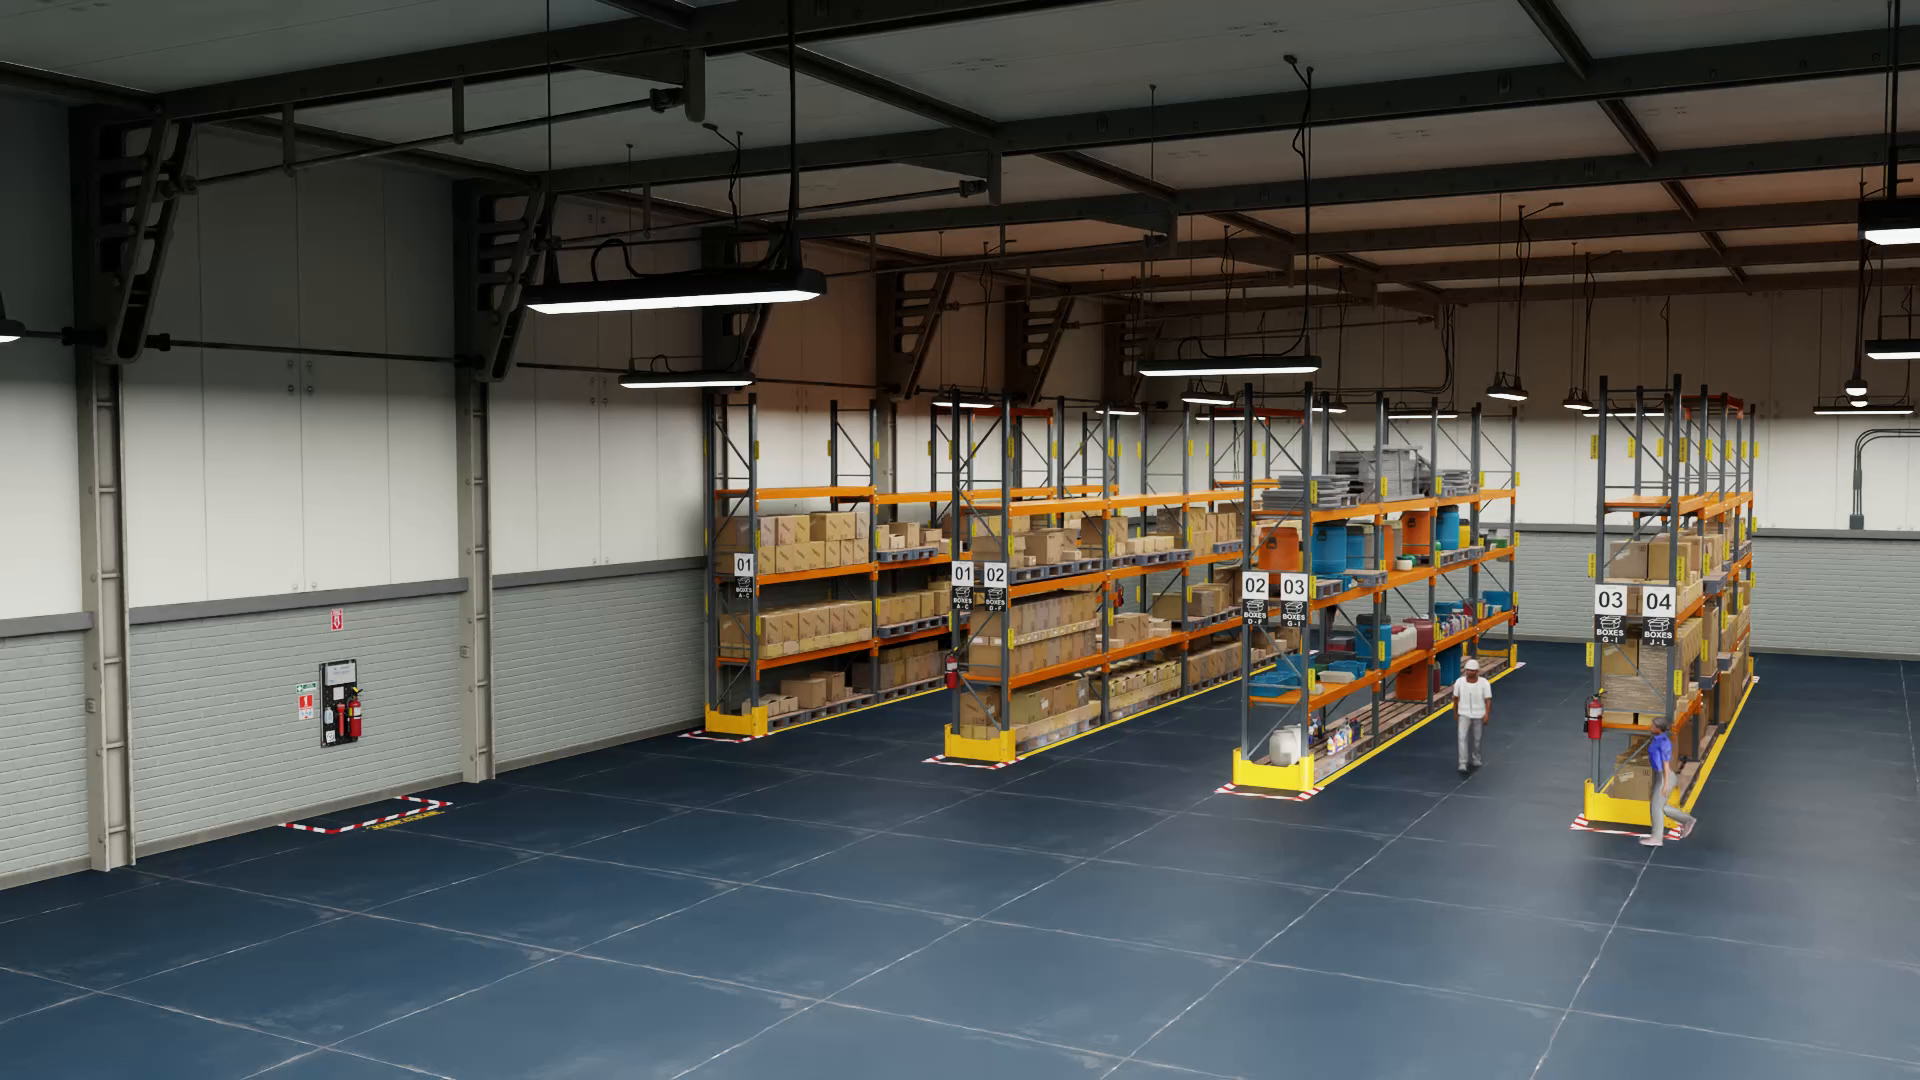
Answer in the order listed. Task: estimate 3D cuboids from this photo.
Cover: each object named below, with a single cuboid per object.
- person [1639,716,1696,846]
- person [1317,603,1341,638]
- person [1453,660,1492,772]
[{"bbox_3d":[8.972,3.087,21.046,0.760,1.523,0.444,0,3,3],"label":"person"},{"bbox_3d":[9.437,1.859,42.505,0.529,1.708,0.944,0,3,-4],"label":"person"},{"bbox_3d":[7.964,2.724,25.877,0.588,1.710,1.044,1,3,21],"label":"person"}]
